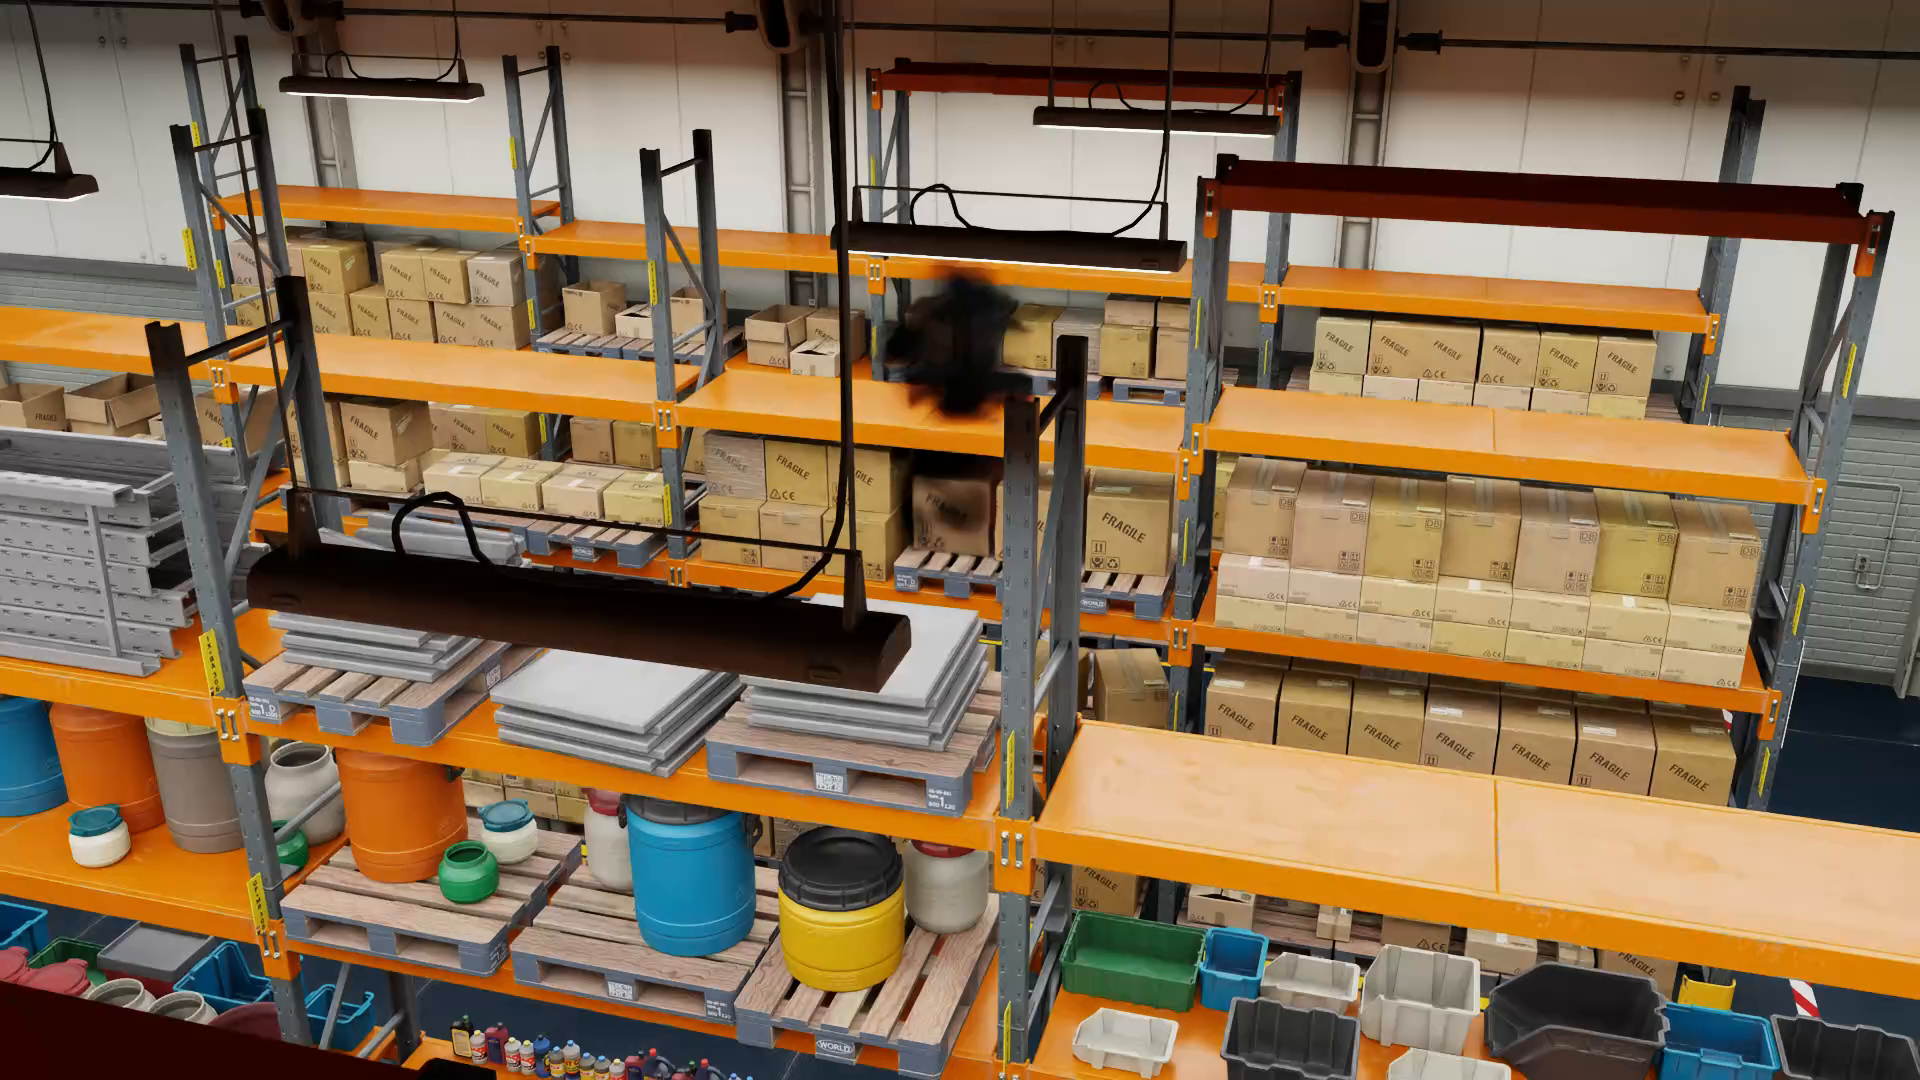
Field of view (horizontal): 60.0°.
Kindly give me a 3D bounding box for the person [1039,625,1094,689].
[{"bbox_3d":[1.060,0.795,15.865,0.672,1.738,0.695,2,23,5],"label":"person"}]
